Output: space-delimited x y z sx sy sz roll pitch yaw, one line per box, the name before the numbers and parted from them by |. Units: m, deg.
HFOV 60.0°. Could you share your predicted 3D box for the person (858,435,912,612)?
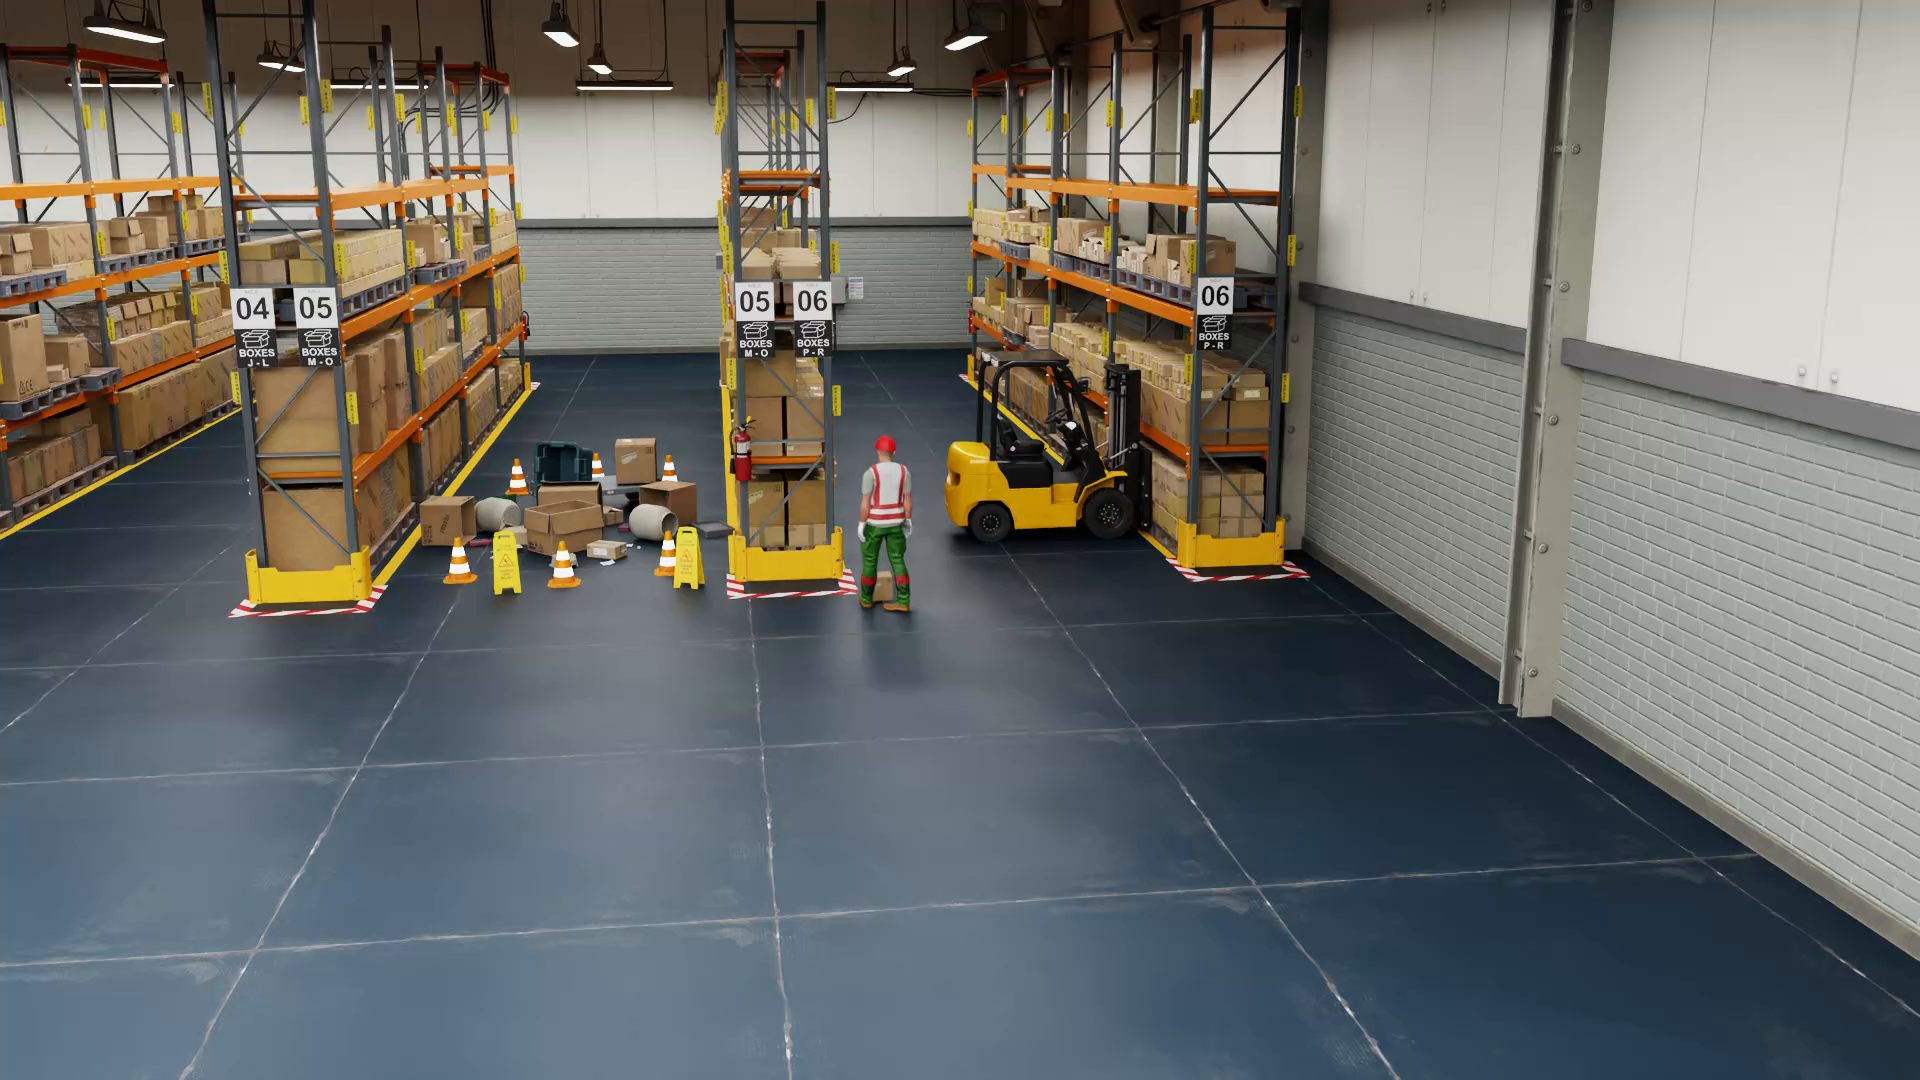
person | -0.793 -0.183 16.711 0.574 1.786 0.618 -6 14 -25
